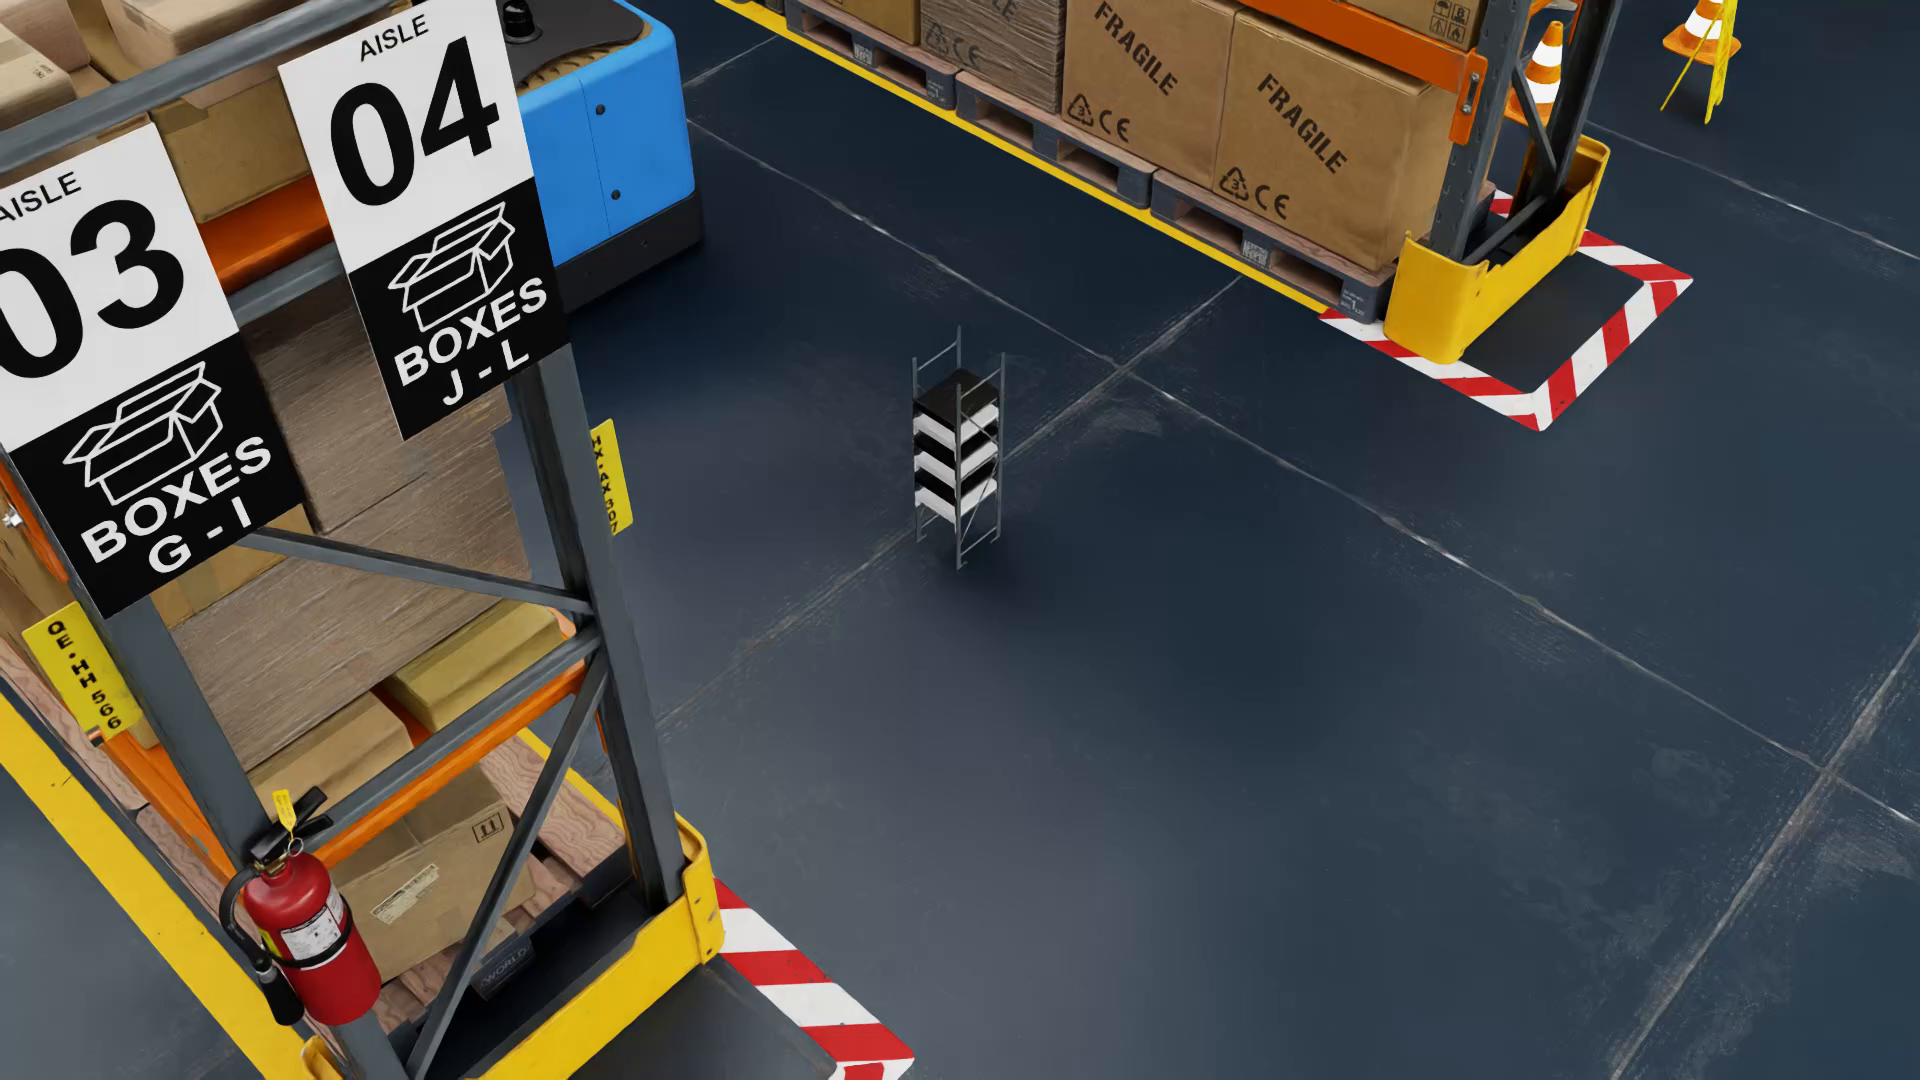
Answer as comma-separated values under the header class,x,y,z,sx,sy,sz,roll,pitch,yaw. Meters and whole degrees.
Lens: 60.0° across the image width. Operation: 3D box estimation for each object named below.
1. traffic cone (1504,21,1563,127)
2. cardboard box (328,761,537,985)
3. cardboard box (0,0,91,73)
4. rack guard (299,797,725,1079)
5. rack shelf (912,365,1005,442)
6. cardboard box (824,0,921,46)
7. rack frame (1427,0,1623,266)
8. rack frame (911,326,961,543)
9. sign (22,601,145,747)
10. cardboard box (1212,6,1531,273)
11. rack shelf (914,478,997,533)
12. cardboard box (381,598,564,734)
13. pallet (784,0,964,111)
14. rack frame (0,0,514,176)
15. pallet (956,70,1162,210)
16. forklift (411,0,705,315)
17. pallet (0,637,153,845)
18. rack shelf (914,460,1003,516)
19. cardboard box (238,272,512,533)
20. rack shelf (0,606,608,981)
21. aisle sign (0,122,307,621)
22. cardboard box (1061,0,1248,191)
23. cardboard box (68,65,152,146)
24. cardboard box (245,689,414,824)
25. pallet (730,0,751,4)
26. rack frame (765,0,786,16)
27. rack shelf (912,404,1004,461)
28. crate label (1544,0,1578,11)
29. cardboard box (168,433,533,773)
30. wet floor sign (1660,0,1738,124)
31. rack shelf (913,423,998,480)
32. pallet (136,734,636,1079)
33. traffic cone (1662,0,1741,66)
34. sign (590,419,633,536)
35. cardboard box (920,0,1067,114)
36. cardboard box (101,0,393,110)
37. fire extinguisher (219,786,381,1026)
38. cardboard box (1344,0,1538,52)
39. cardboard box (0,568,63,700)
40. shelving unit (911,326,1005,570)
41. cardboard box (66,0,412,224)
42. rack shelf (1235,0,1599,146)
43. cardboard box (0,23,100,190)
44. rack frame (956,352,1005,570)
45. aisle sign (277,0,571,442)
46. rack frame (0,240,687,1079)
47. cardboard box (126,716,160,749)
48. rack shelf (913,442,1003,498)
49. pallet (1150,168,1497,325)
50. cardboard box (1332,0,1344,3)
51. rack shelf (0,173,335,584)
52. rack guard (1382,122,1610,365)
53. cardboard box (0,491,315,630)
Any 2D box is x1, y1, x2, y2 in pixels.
class,x,y,z,sx,sy,sz,roll,pitch,yaw
traffic cone,2.850,-2.302,8.094,0.334,0.463,0.336,34,55,28
cardboard box,-1.609,0.854,4.817,0.500,0.500,0.500,-28,53,-24
cardboard box,-1.689,-0.814,2.728,0.250,0.149,0.380,32,55,27
rack guard,-1.217,1.278,4.707,0.348,0.500,1.175,34,55,28
rack shelf,-0.006,-0.474,5.753,0.200,0.077,0.258,34,55,28
cardboard box,-0.248,-3.193,8.360,0.875,0.875,0.875,35,56,28
rack frame,2.277,-2.147,6.209,0.127,3.000,1.000,34,55,28
rack frame,-0.081,-0.362,5.973,0.006,0.900,0.240,34,55,28
sign,-1.552,0.243,2.954,0.005,0.325,0.100,34,55,28
cardboard box,1.734,-1.864,7.112,0.875,0.875,0.875,34,56,28
rack shelf,-0.006,-0.166,6.081,0.200,0.077,0.258,34,55,28
cardboard box,-1.209,0.277,4.105,0.250,0.149,0.380,34,55,28
pallet,-0.157,-2.753,8.690,1.213,0.211,1.003,34,55,28
rack frame,-1.161,-1.594,1.574,0.127,3.000,1.000,34,55,28
pallet,0.744,-2.150,8.124,1.213,0.211,1.003,34,55,28
forklift,-2.542,-2.838,6.904,3.031,2.935,1.130,36,56,29
pallet,-2.682,0.353,5.774,1.213,0.211,1.003,34,55,28
rack shelf,-0.006,-0.228,6.016,0.200,0.077,0.258,34,55,28
cardboard box,-1.381,-0.437,3.644,0.500,0.500,0.500,34,55,28
rack shelf,-2.631,-0.283,4.952,4.000,0.370,1.077,34,55,28
aisle sign,-1.319,-0.239,2.633,0.004,0.787,0.394,34,55,28
cardboard box,1.086,-2.298,7.519,0.875,0.875,0.875,33,55,27
cardboard box,-1.688,-0.618,2.818,0.500,0.250,0.500,35,56,28
cardboard box,-1.511,0.515,3.881,0.250,0.149,0.380,34,55,28
pallet,-1.280,-3.512,9.403,1.213,0.211,1.003,34,55,28
rack frame,-0.662,-4.125,8.066,0.127,3.000,1.000,34,55,28
rack shelf,-0.006,-0.412,5.819,0.200,0.077,0.258,34,55,28
crate label,3.246,-2.984,8.958,0.298,0.136,0.250,9,48,9
cardboard box,-1.547,0.037,3.885,0.500,0.500,0.875,34,55,28
wet floor sign,3.641,-2.388,8.050,0.232,0.644,0.267,25,52,22
rack shelf,-0.006,-0.351,5.884,0.200,0.077,0.258,34,55,28
pallet,-1.790,0.956,5.208,1.213,0.211,1.003,34,55,28
traffic cone,3.866,-2.740,8.505,0.334,0.463,0.336,34,55,28
sign,-0.793,-0.127,3.718,0.005,0.325,0.100,34,55,28
cardboard box,0.417,-2.750,7.943,0.875,0.875,0.875,34,56,28
cardboard box,-1.207,-0.912,2.821,0.250,0.149,0.380,34,55,27
fire extinguisher,-1.390,0.790,3.504,0.183,0.674,0.296,34,55,28
cardboard box,1.974,-2.358,6.304,0.550,0.550,0.875,34,55,28
cardboard box,-1.996,-0.146,4.057,0.500,0.500,0.875,34,55,28
shelving unit,-0.006,-0.312,5.926,0.210,0.900,0.258,34,55,28
cardboard box,-1.340,-0.892,3.076,0.500,0.250,0.500,36,56,29
rack shelf,0.807,-2.890,7.400,4.000,0.370,1.077,34,55,28
cardboard box,-1.577,-0.622,2.549,0.250,0.149,0.380,34,55,28
rack frame,0.069,-0.262,5.879,0.006,0.900,0.240,34,55,28
aisle sign,-0.912,-0.560,2.935,0.004,0.787,0.394,34,55,28
rack frame,-1.161,0.460,3.761,0.127,3.000,1.000,34,55,28
cardboard box,-1.913,0.295,4.087,0.250,0.149,0.380,34,55,28
rack shelf,-0.006,-0.289,5.950,0.200,0.077,0.258,34,55,28
pallet,1.636,-1.546,7.557,1.213,0.211,1.003,34,55,28
cardboard box,1.555,-2.618,6.548,0.550,0.550,0.875,34,55,28
rack shelf,-2.631,-1.310,3.858,4.000,0.370,1.077,34,55,28
rack guard,2.295,-1.280,7.109,0.348,0.500,1.175,34,55,28
cardboard box,-1.733,-0.158,3.382,0.500,0.500,0.500,34,55,28
